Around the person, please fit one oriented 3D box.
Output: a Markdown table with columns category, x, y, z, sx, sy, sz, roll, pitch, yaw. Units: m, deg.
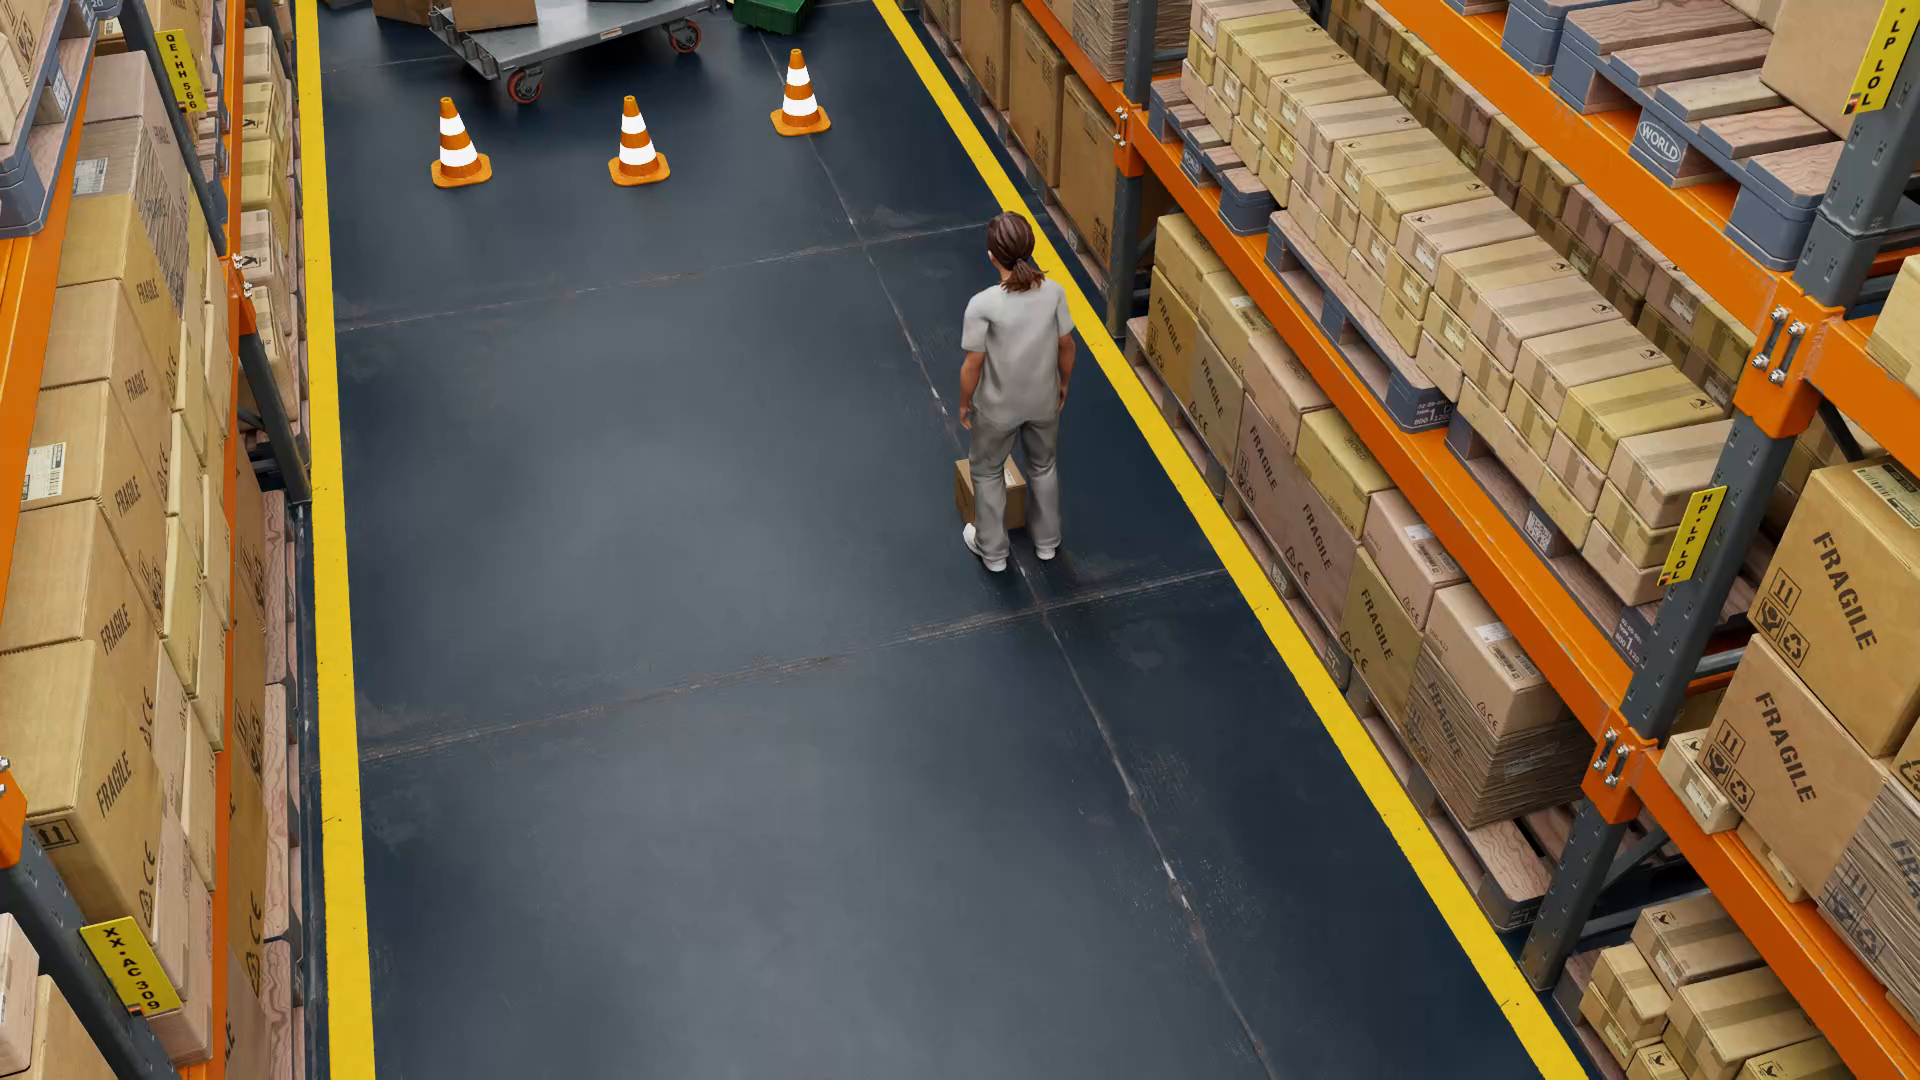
| category | x | y | z | sx | sy | sz | roll | pitch | yaw |
| --- | --- | --- | --- | --- | --- | --- | --- | --- | --- |
| person | 0.223 | -0.573 | 6.790 | 0.485 | 1.672 | 0.357 | -12 | 44 | -13 |
